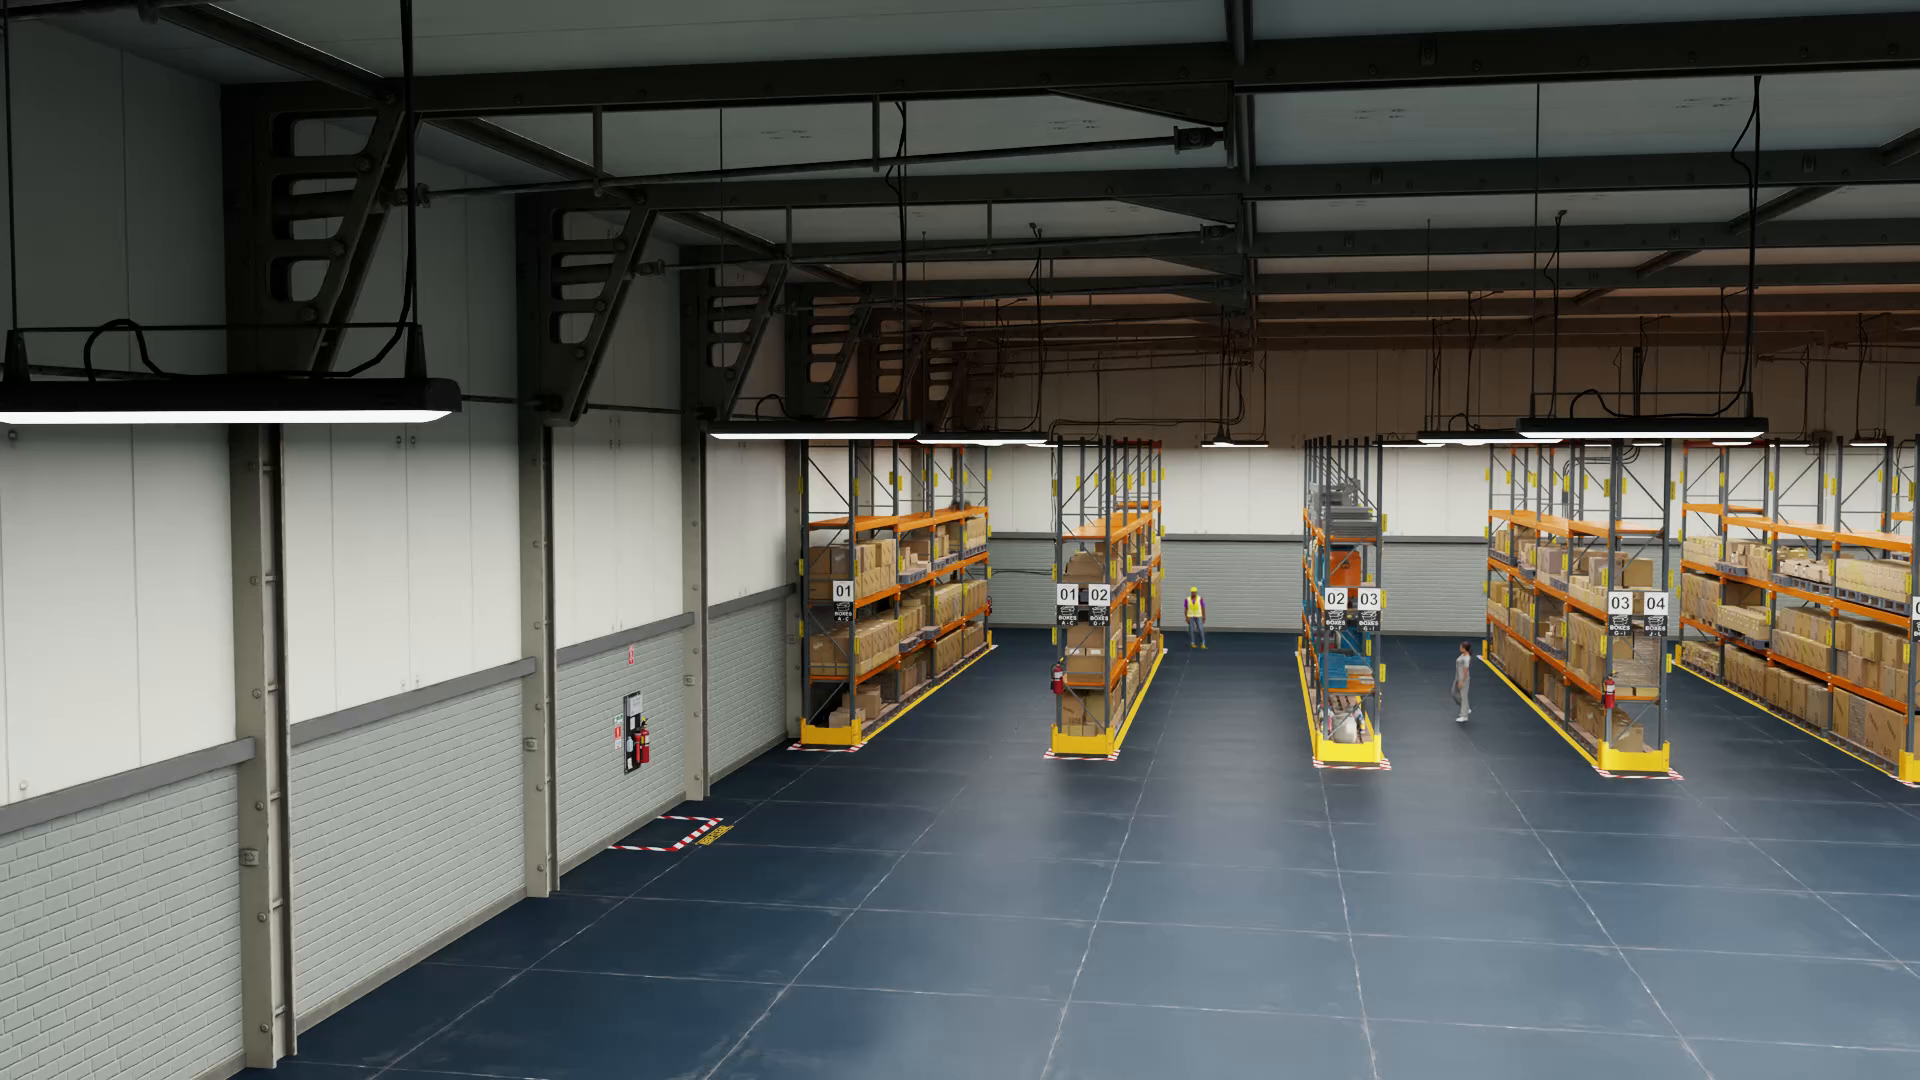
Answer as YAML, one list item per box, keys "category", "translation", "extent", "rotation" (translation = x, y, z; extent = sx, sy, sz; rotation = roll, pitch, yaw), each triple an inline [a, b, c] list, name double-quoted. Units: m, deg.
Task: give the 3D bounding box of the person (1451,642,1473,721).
- category: "person"
  translation: [10.661, 2.976, 35.215]
  extent: [0.452, 1.674, 0.539]
  rotation: [0, 3, -4]

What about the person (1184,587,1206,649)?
- category: "person"
  translation: [6.802, 2.251, 48.059]
  extent: [0.634, 1.780, 0.425]
  rotation: [0, 3, 8]
